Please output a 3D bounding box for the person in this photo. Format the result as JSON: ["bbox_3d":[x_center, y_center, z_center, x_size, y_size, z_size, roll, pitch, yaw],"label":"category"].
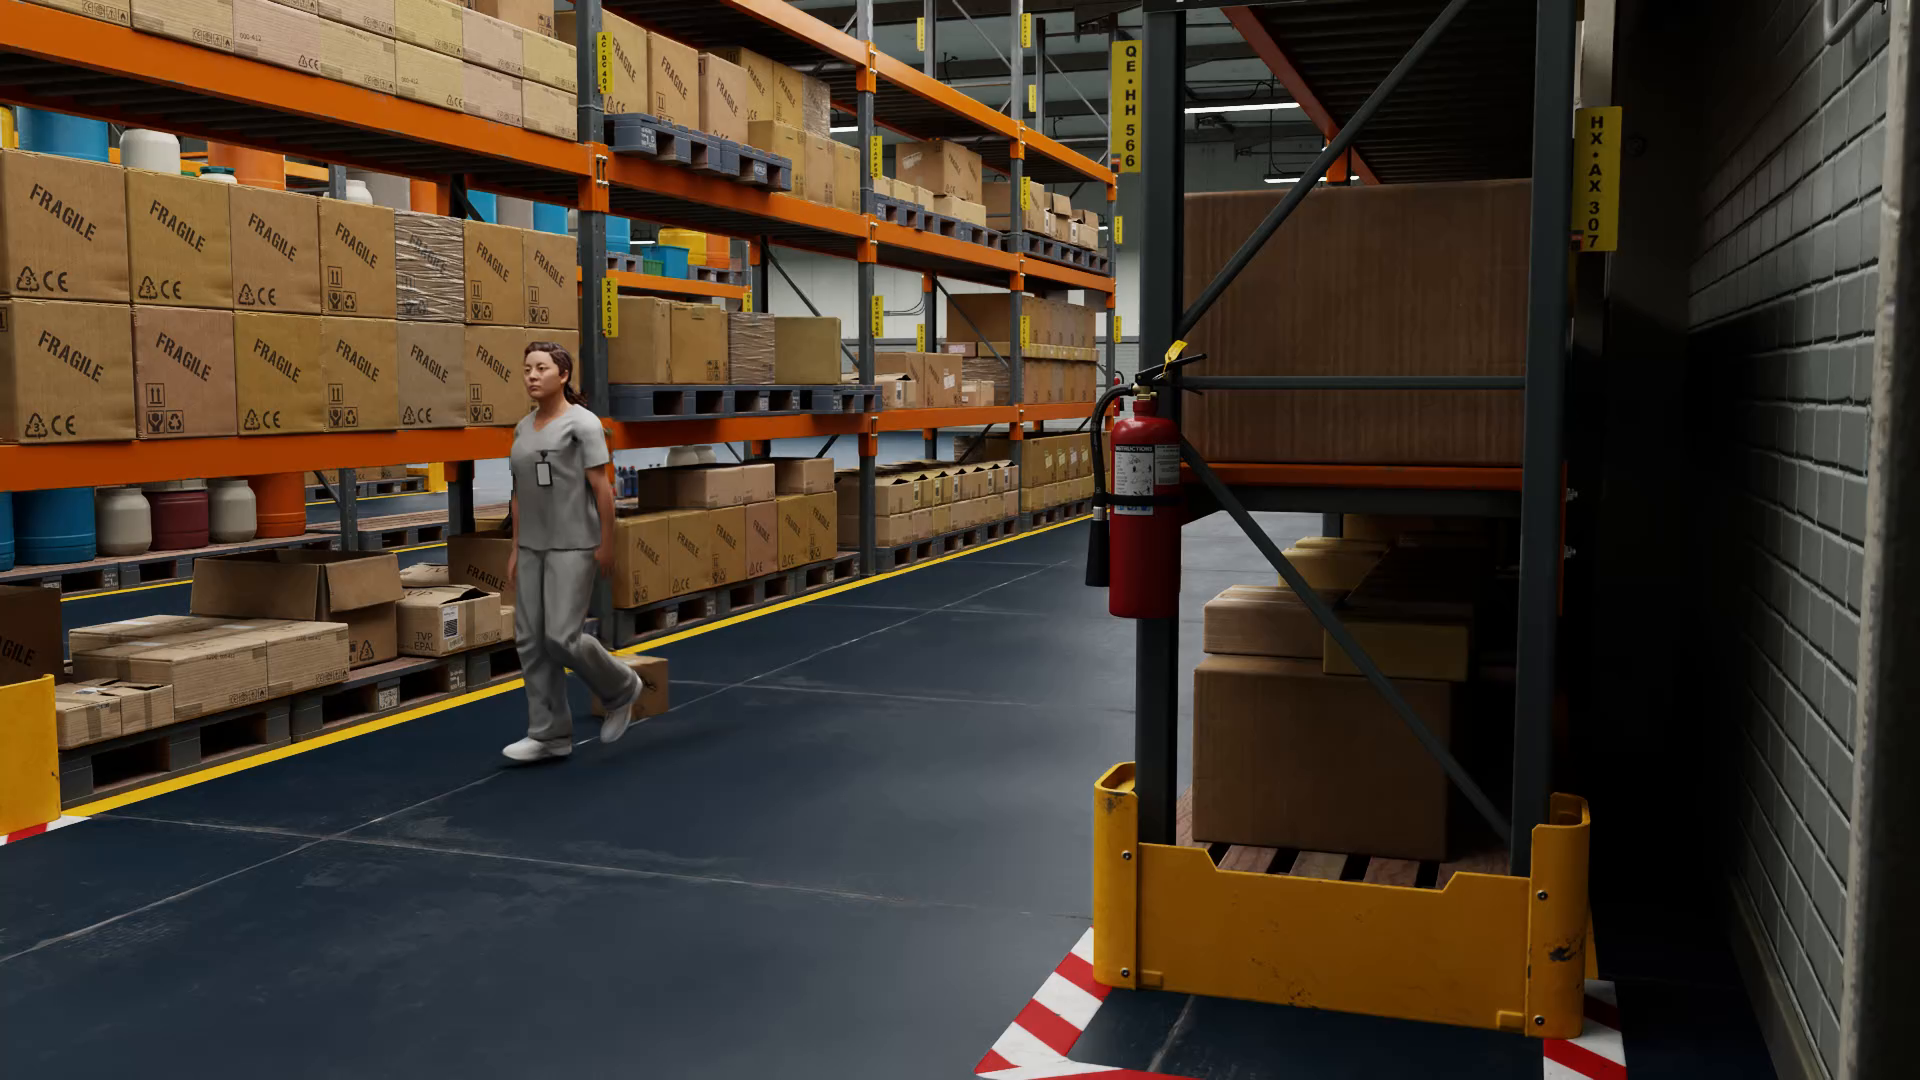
[{"bbox_3d":[-1.554,0.040,6.634,0.449,1.654,0.557,3,6,32],"label":"person"}]
